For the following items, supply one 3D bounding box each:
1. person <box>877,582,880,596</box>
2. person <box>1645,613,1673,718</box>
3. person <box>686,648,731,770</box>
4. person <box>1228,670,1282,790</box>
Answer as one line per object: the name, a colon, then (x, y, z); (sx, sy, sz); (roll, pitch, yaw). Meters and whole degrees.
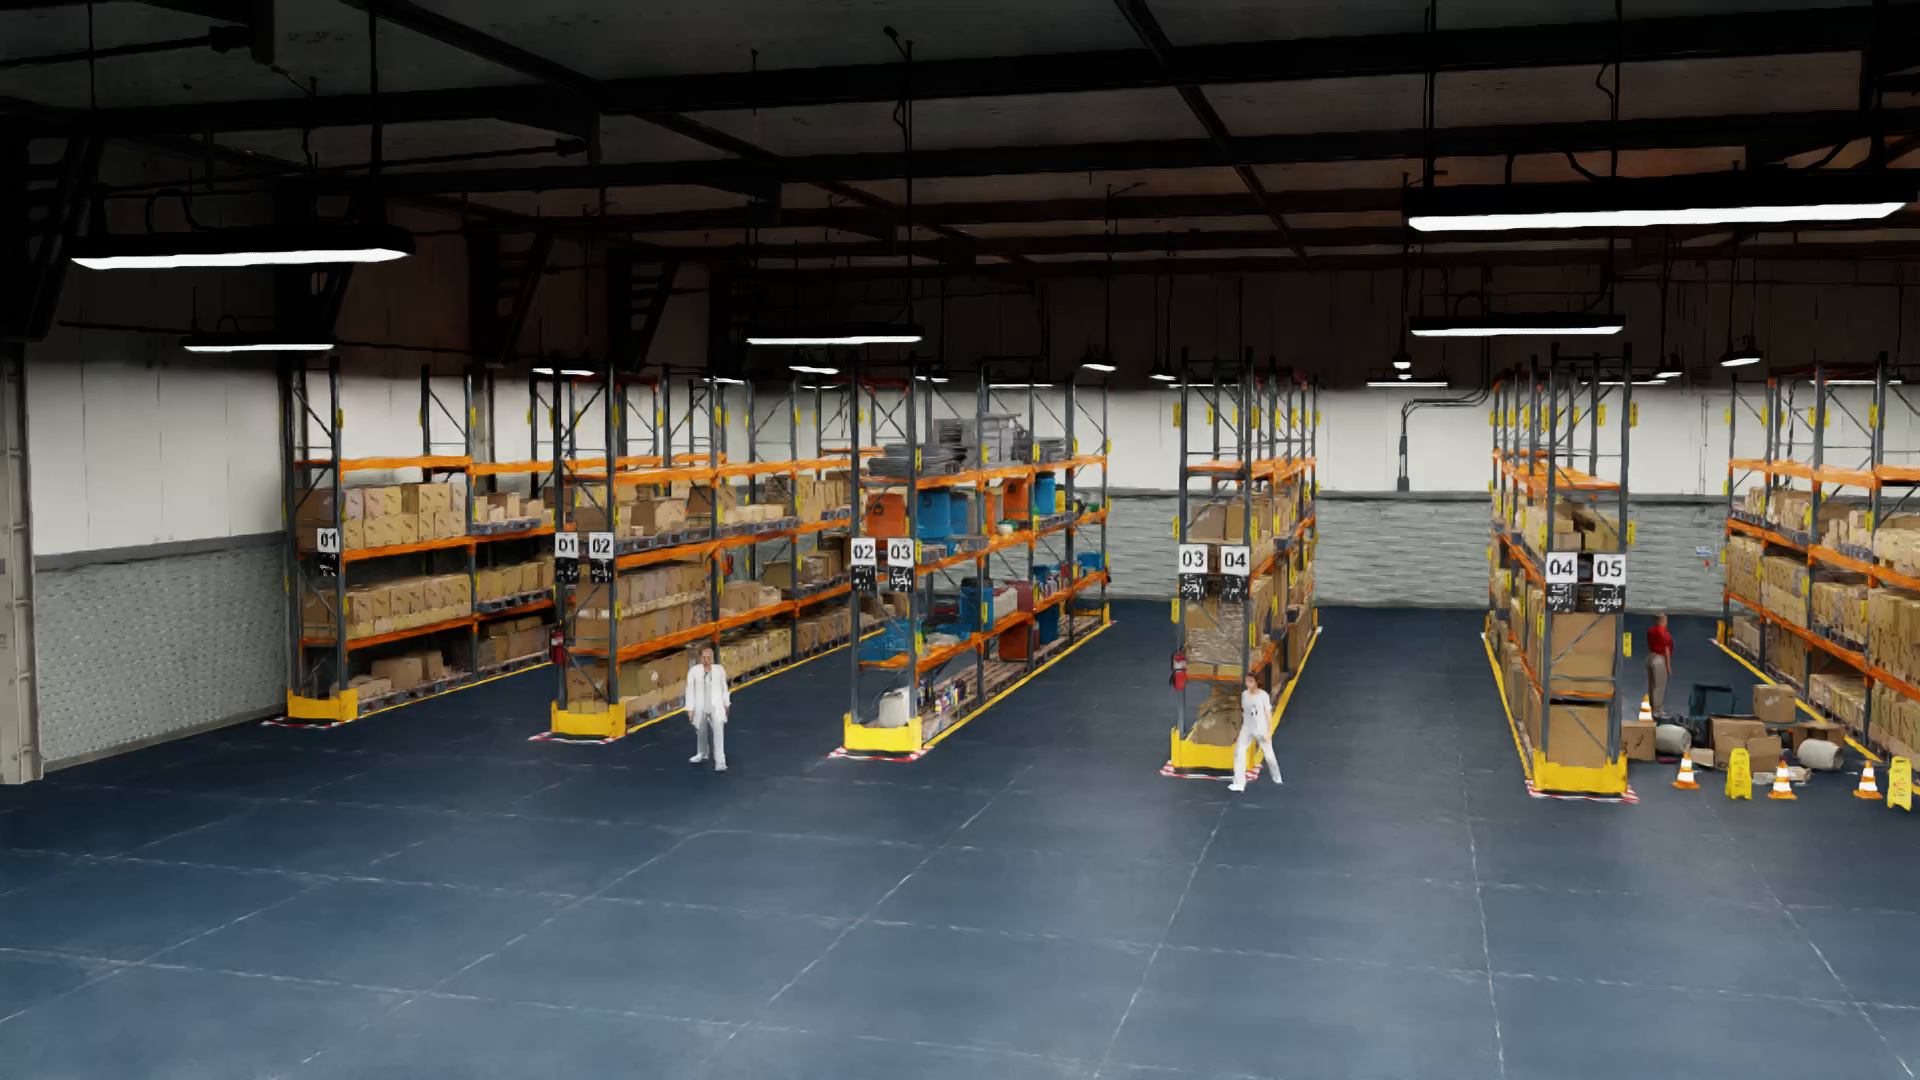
person: (-2.289, 0.825, 45.319); (0.734, 1.697, 0.856); (2, 4, 20)
person: (11.754, 2.079, 27.857); (0.476, 1.738, 0.626); (-1, 4, -10)
person: (-3.596, 2.397, 23.758); (0.634, 1.735, 1.031); (-1, 4, -8)
person: (4.006, 2.550, 22.439); (0.480, 1.610, 0.955); (3, 5, 37)
